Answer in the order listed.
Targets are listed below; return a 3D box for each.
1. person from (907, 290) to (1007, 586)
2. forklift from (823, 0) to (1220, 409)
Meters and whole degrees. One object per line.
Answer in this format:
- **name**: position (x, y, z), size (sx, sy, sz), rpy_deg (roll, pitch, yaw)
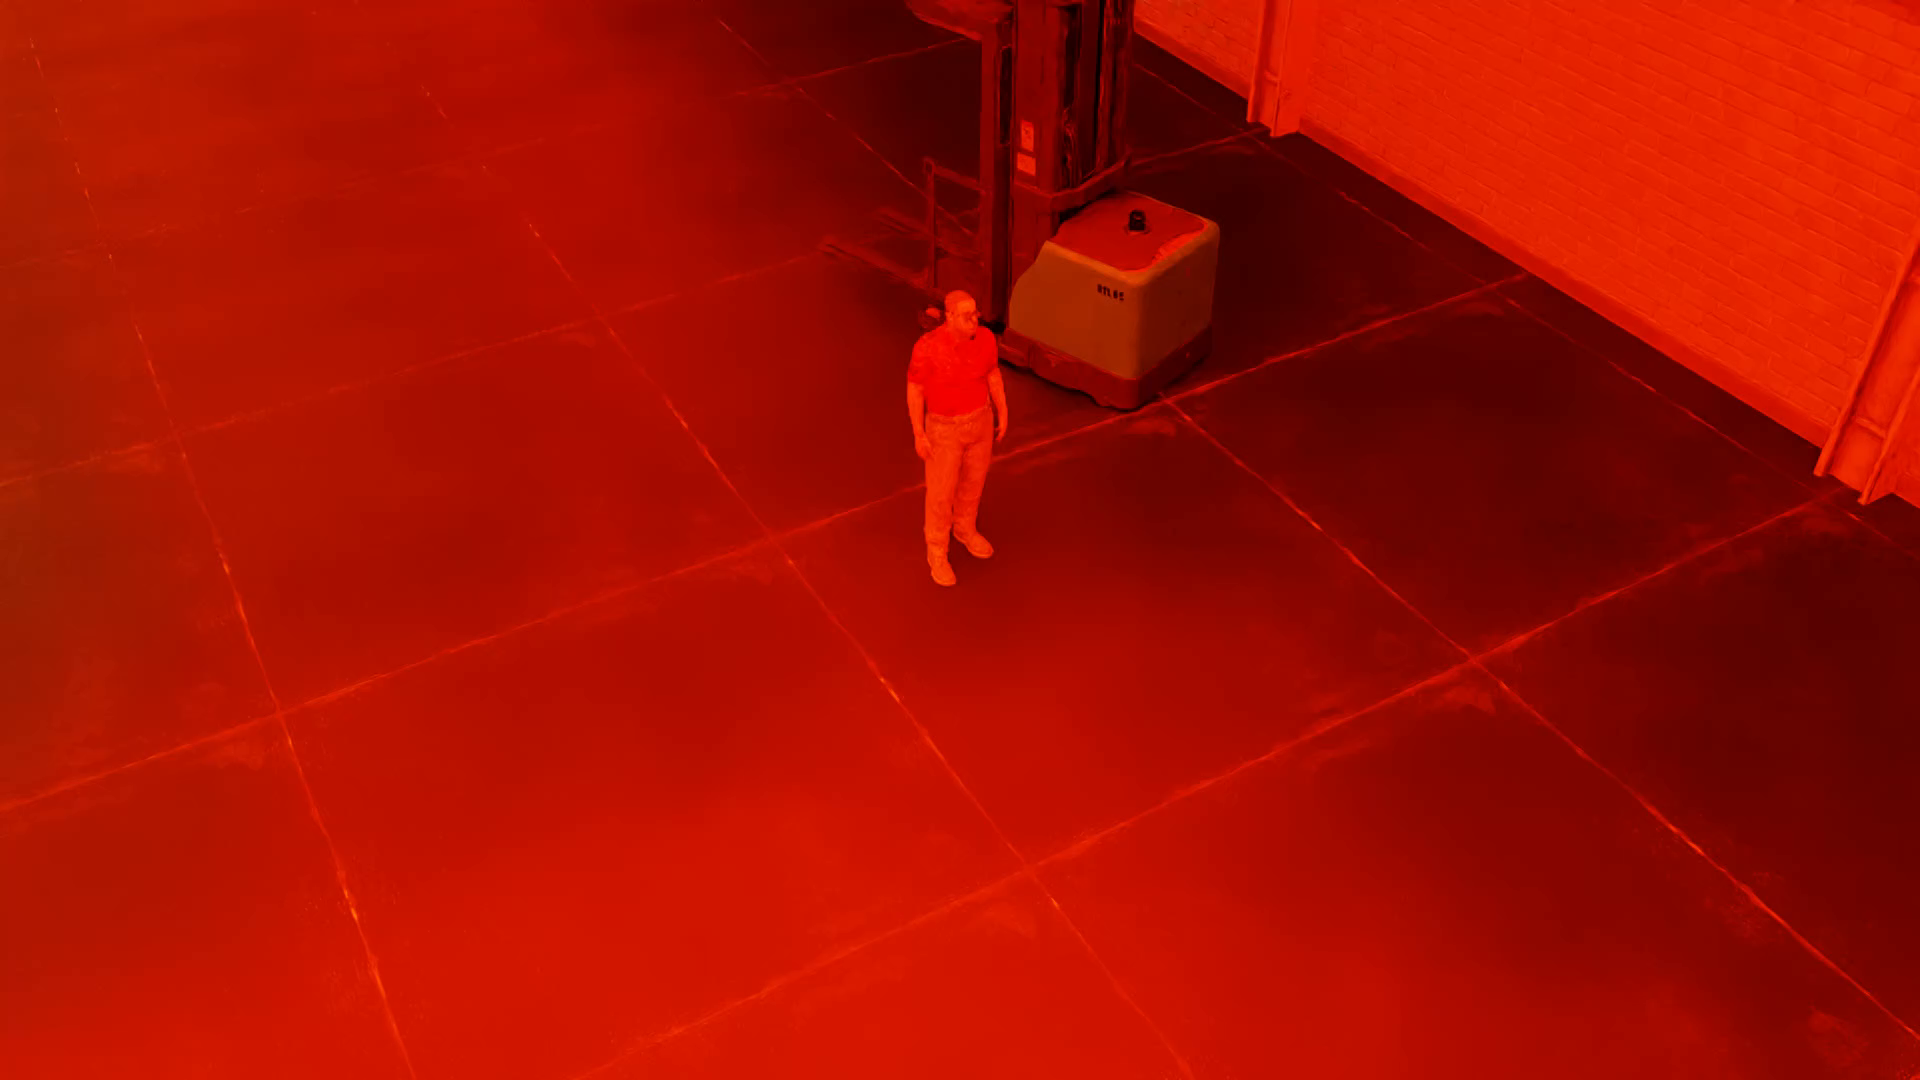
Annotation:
- **person**: position (0.035, -0.617, 9.711), size (0.640, 1.727, 0.550), rpy_deg (-20, 44, -23)
- **forklift**: position (0.323, -2.811, 11.425), size (3.031, 2.935, 1.130), rpy_deg (28, 47, 30)
